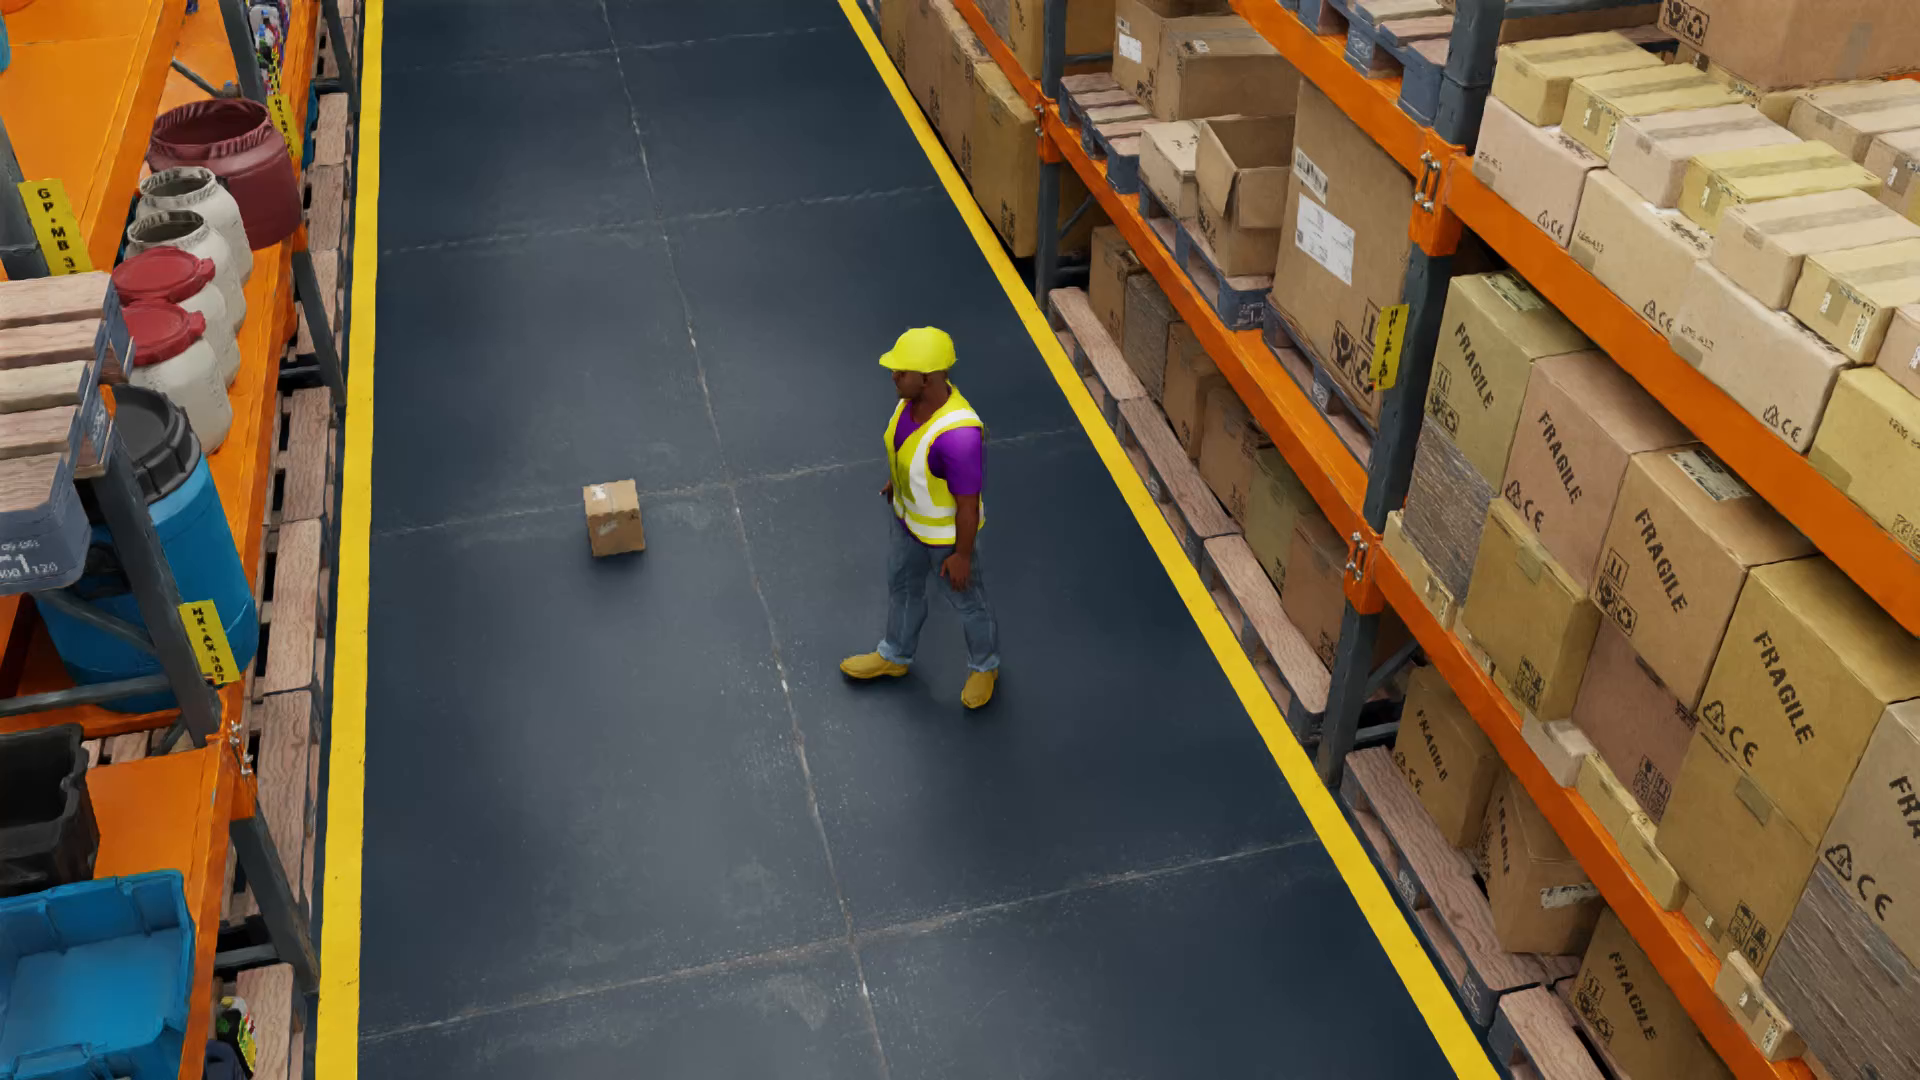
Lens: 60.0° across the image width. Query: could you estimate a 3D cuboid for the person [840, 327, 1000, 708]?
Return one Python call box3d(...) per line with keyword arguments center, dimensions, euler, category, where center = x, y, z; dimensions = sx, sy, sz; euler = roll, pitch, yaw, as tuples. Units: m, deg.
box3d(center=(-0.169, -0.092, 6.798), dimensions=(0.628, 1.766, 0.708), euler=(-19, 42, -22), category="person")
